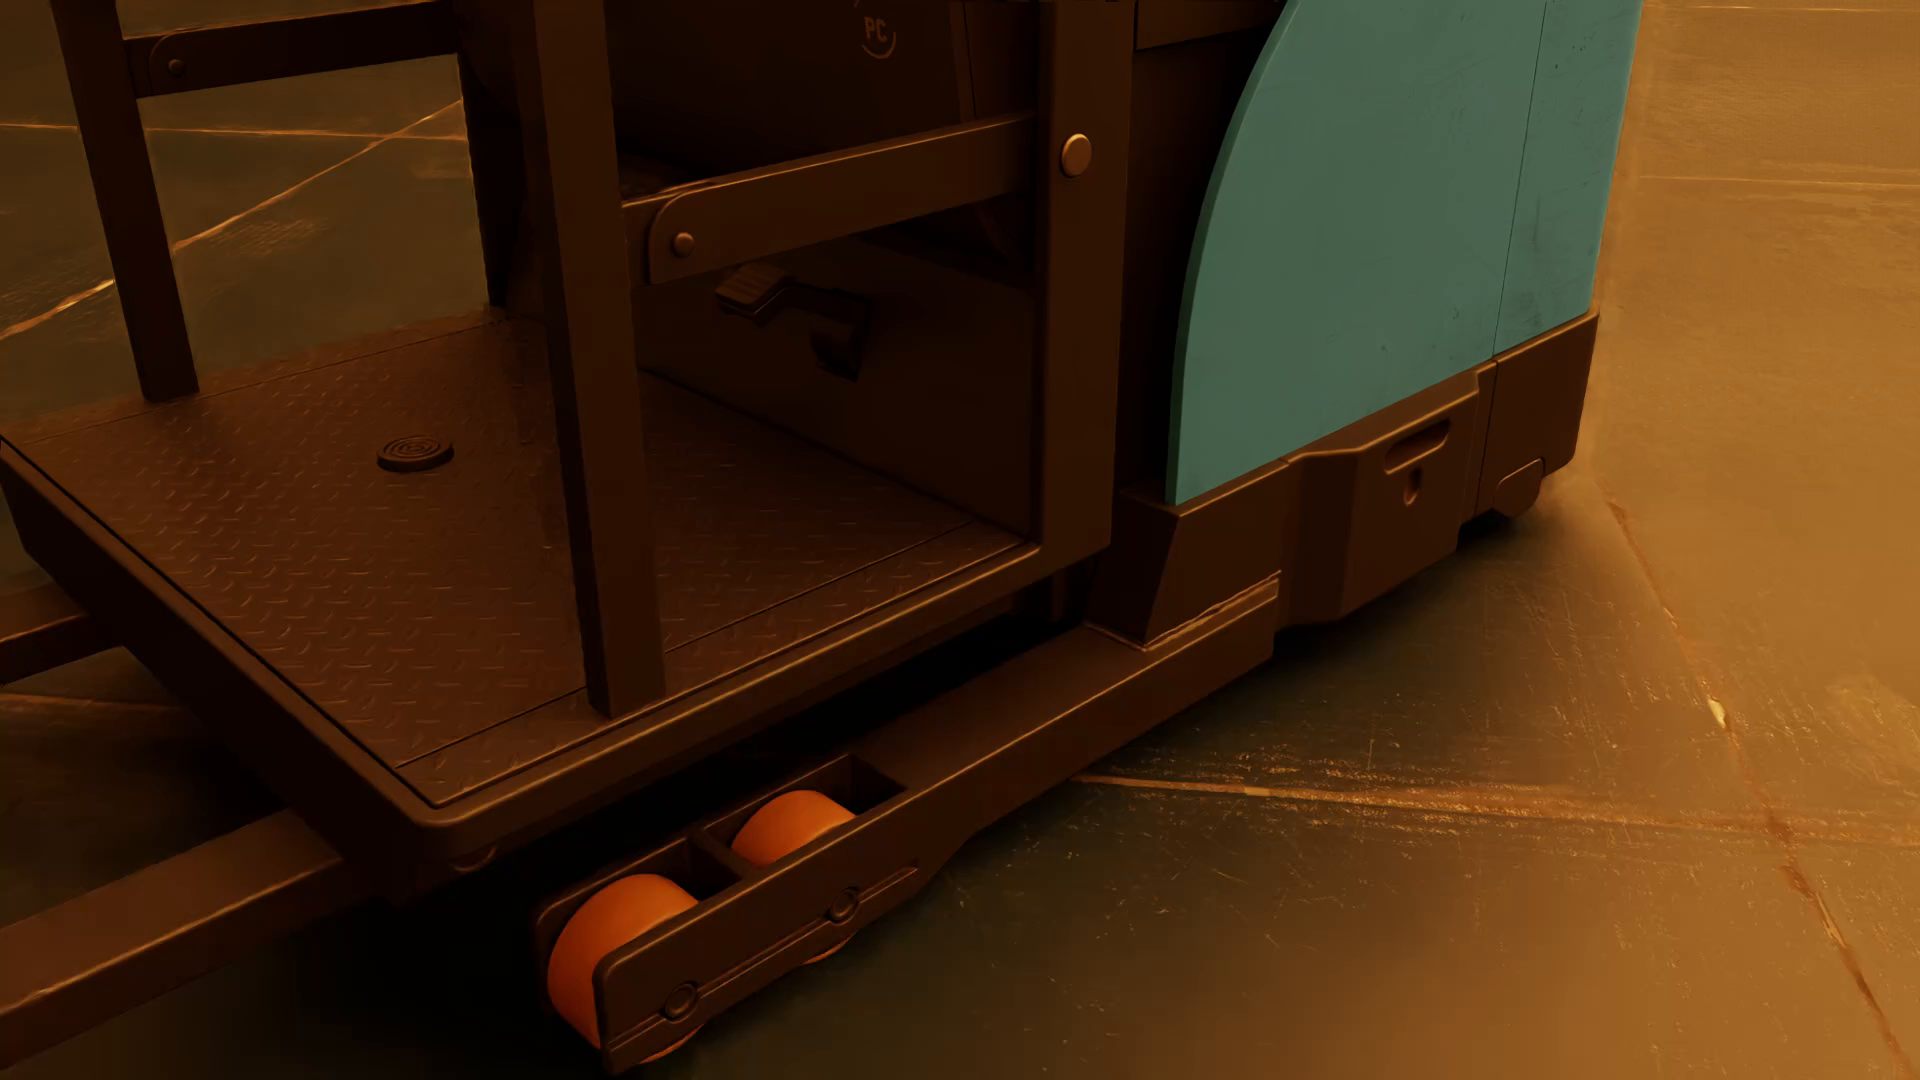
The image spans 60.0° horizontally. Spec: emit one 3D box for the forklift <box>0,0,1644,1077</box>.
[{"bbox_3d":[-0.439,-1.092,1.406,3.031,2.935,1.130,-23,35,-39],"label":"forklift"}]
